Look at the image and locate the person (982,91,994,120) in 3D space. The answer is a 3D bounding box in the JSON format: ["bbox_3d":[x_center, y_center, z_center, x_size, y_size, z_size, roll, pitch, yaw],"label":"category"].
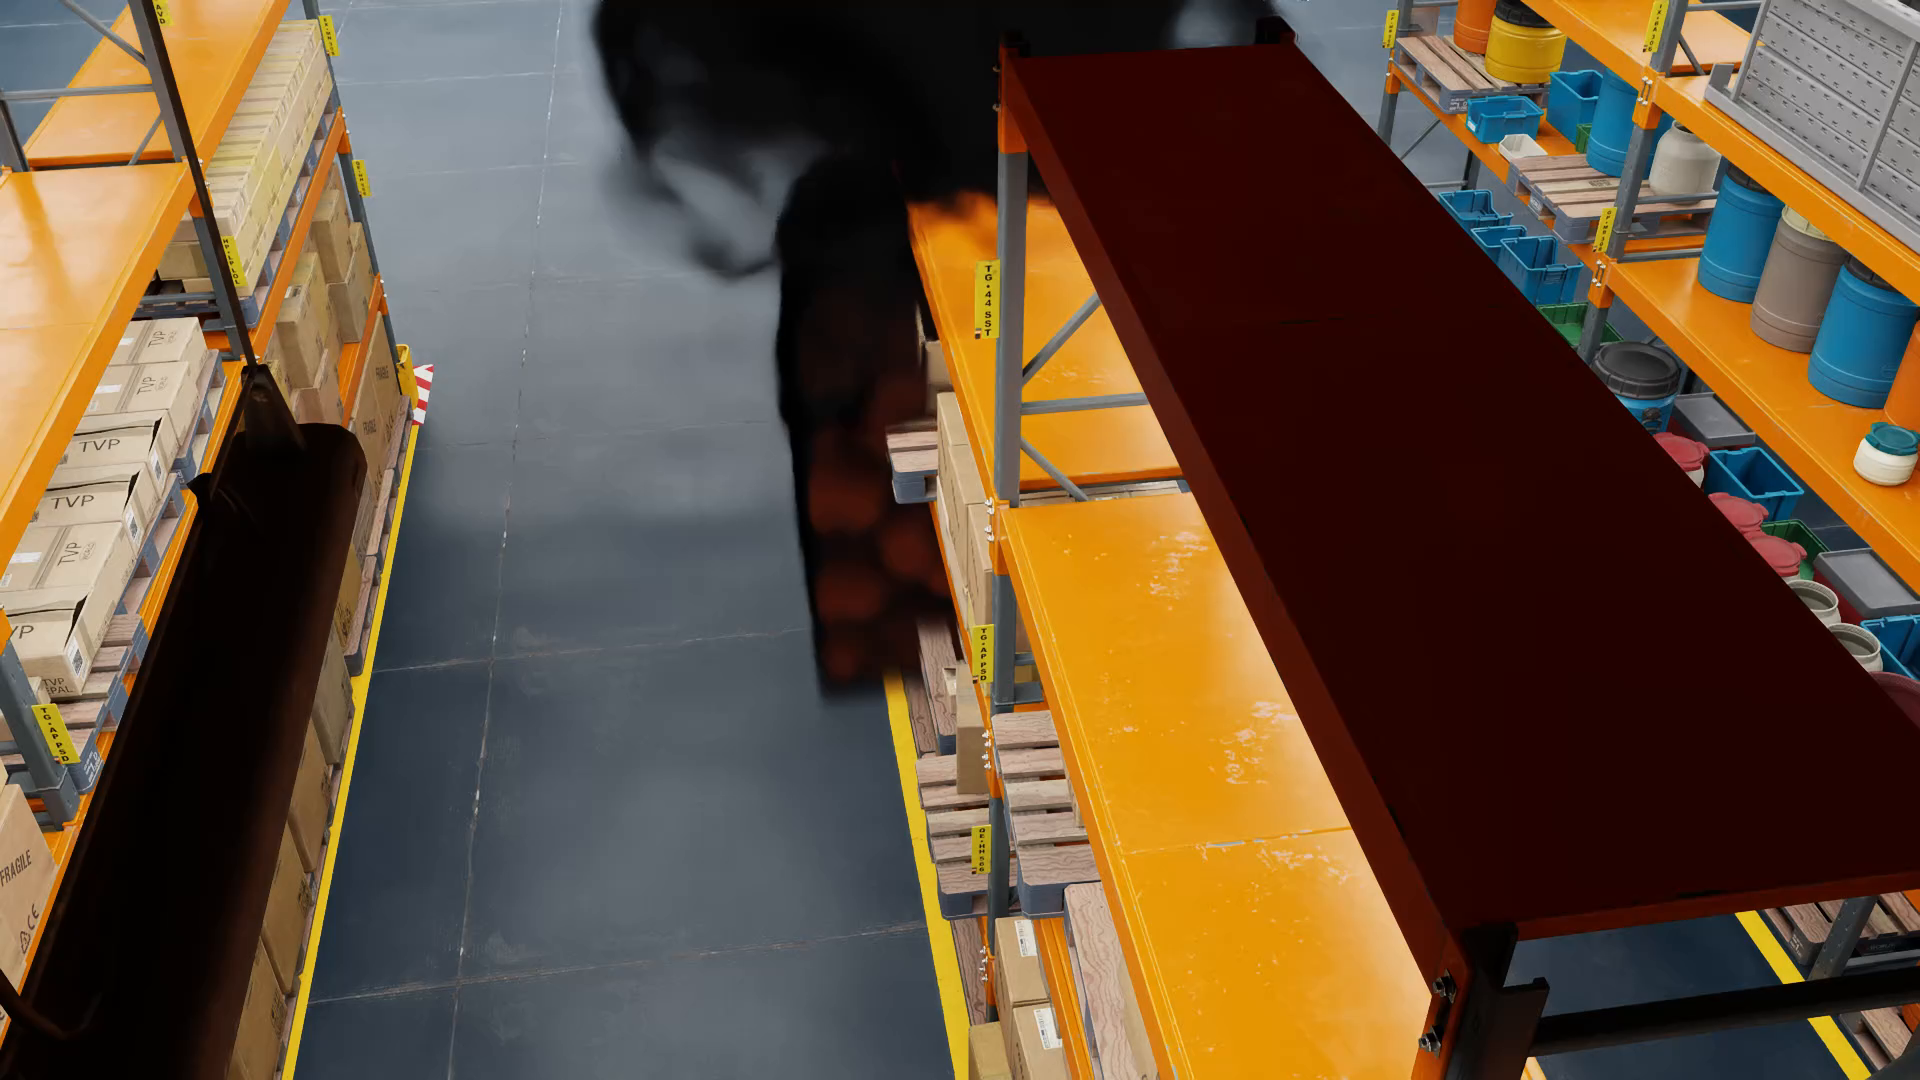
[{"bbox_3d":[-0.005,-4.197,17.725,0.784,1.672,0.701,15,39,19],"label":"person"}]
